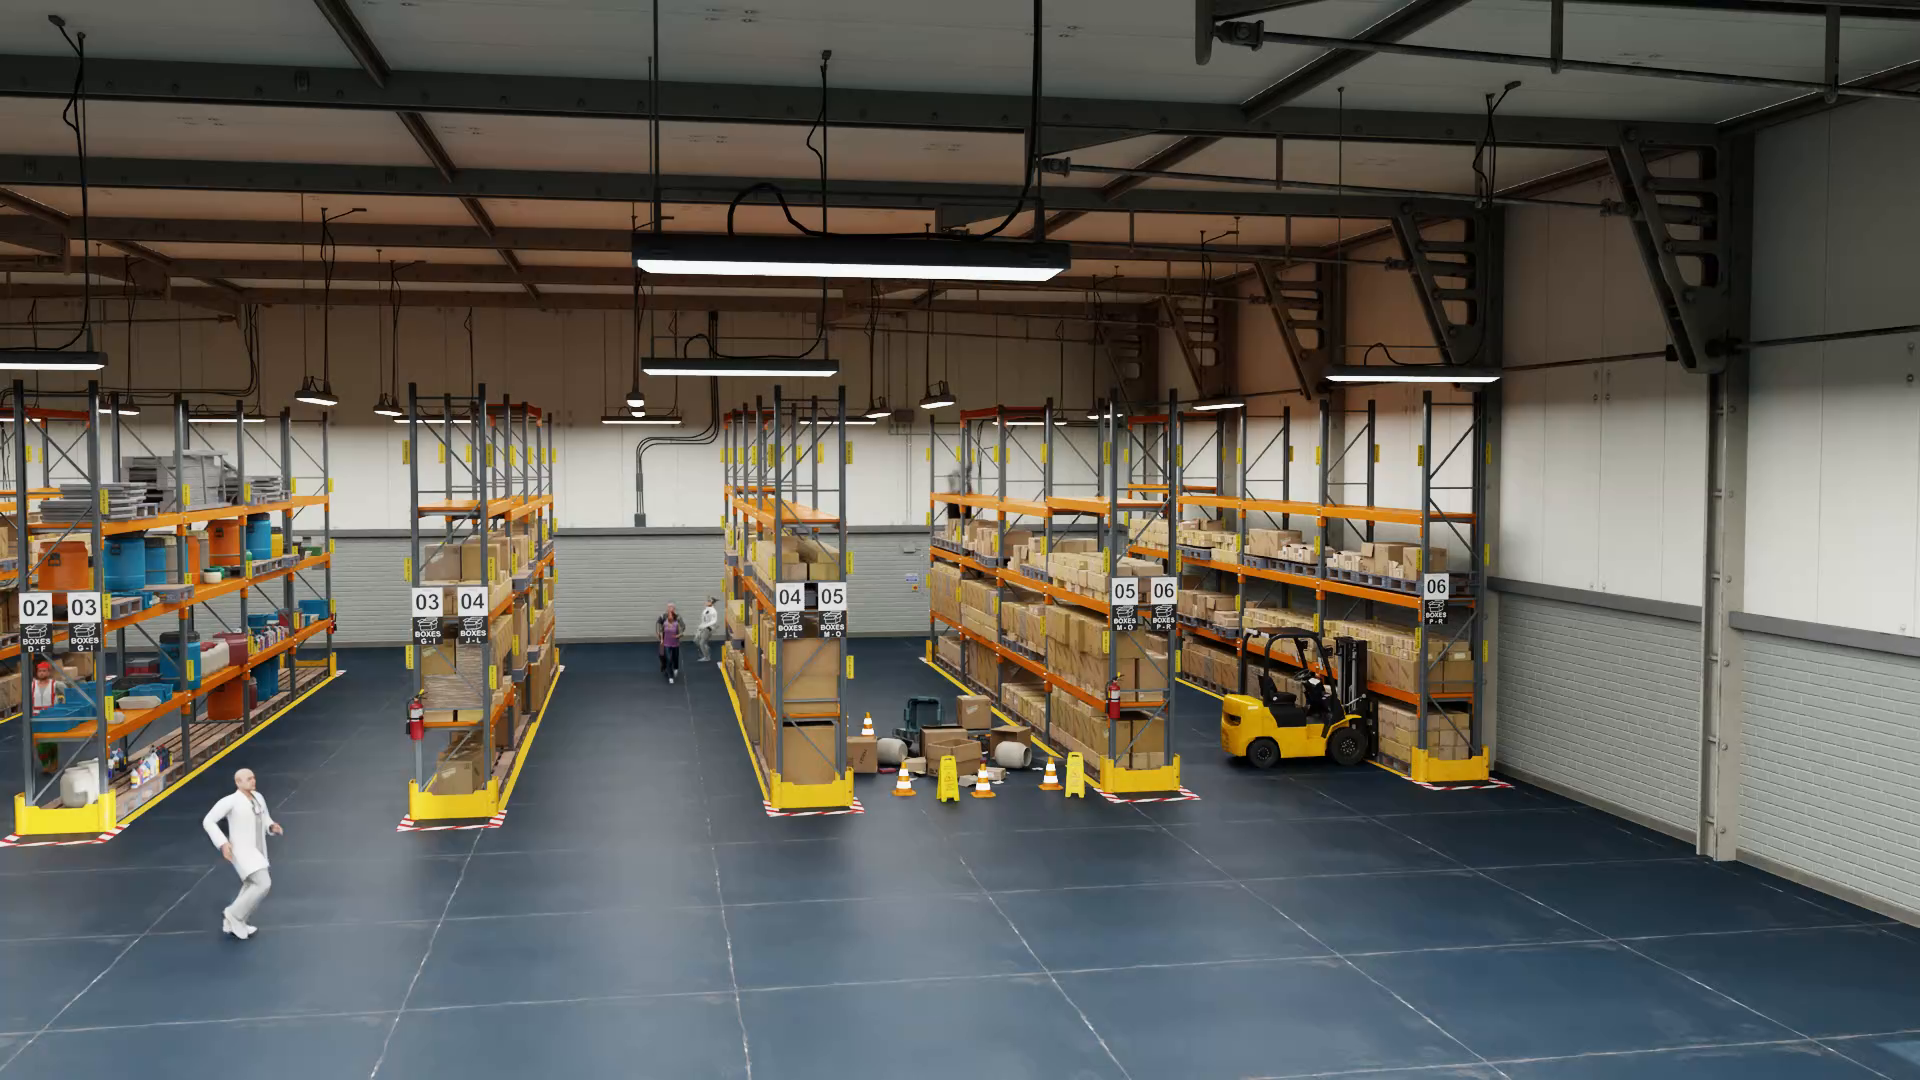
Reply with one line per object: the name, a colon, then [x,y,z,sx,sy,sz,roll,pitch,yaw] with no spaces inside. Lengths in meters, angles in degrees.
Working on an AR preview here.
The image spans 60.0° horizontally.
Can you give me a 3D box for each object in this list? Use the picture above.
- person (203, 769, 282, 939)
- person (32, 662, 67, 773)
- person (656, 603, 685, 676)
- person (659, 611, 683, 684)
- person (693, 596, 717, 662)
person: [-7.349,3.242,17.218,0.712,1.747,0.685,1,3,11]
person: [-14.316,2.793,26.003,0.641,1.746,0.594,-1,3,-16]
person: [-6.593,2.259,37.792,0.693,1.668,0.527,0,3,1]
person: [-6.367,2.342,36.683,0.538,1.576,0.804,0,3,-5]
person: [-6.150,2.154,40.274,0.536,1.619,0.674,-2,3,-27]
